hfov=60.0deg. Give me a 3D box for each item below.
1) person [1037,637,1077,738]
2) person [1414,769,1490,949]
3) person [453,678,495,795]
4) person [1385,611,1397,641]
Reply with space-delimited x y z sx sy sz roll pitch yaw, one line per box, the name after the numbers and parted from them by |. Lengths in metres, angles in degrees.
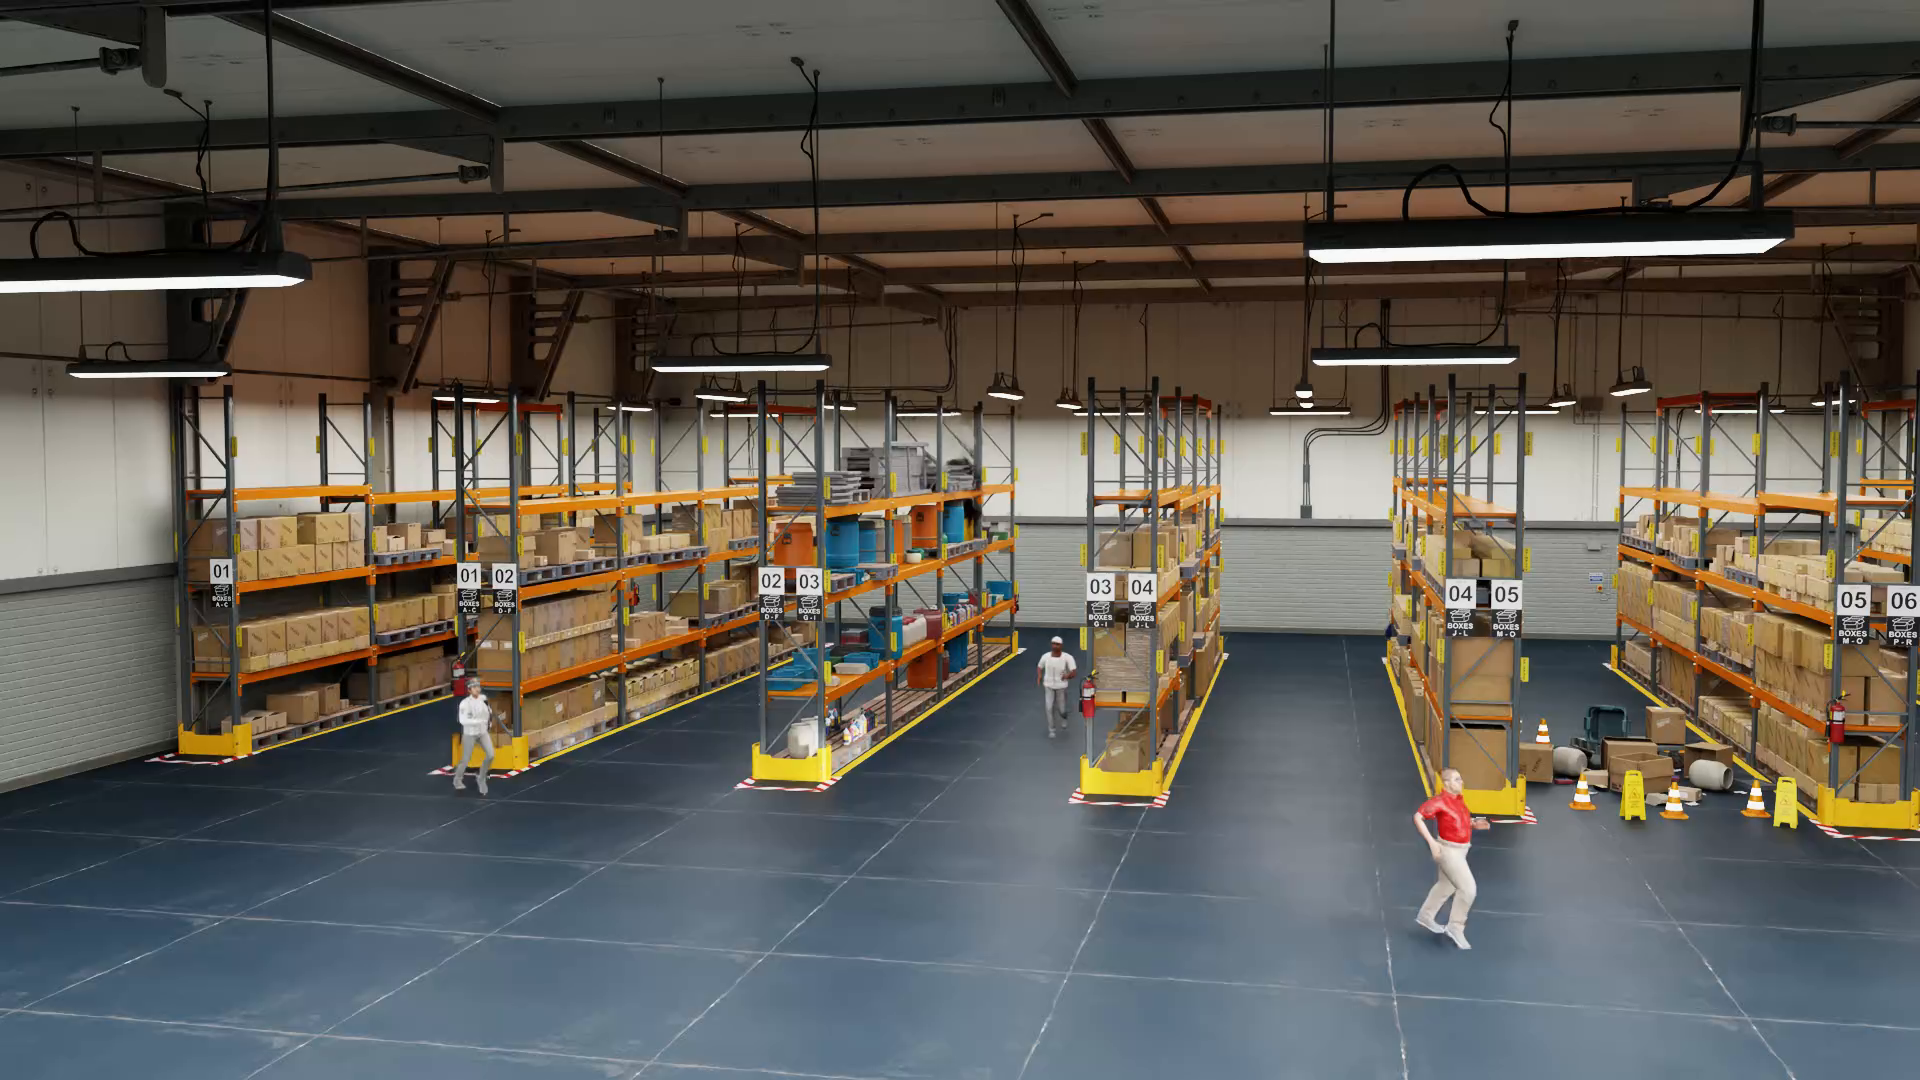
1.658 2.531 28.723 0.711 1.732 0.795 1 3 13 | person
4.966 3.212 16.806 0.768 1.798 0.631 2 4 35 | person
-6.973 2.814 23.979 0.625 1.695 0.842 -3 4 -44 | person
10.505 1.979 39.775 0.627 1.572 0.745 0 3 8 | person
